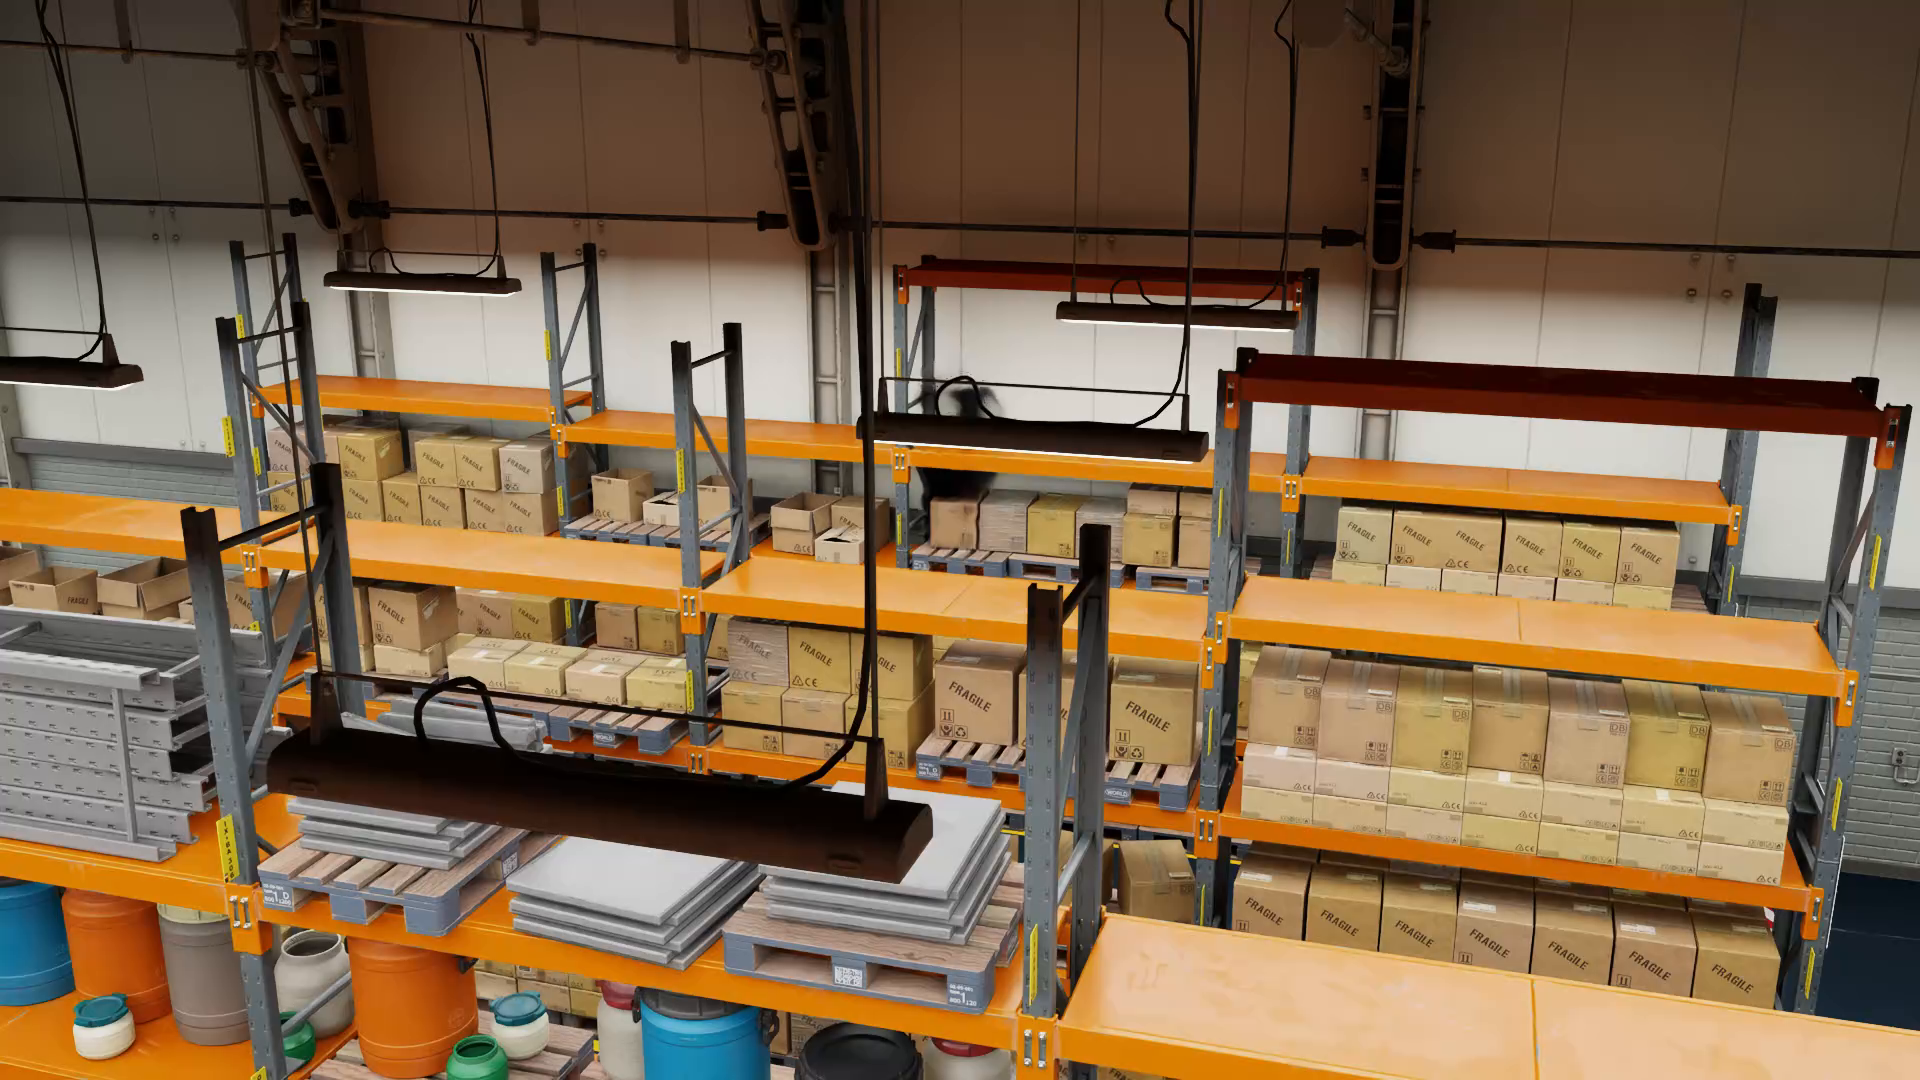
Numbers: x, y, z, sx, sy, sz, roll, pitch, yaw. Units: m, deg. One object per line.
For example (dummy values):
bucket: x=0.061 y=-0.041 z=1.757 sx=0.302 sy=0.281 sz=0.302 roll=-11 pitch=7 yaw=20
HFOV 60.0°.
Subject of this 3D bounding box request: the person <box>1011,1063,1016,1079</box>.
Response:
person: x=0.273 y=4.226 z=11.049 sx=0.674 sy=1.706 sz=0.579 roll=1 pitch=16 yaw=4
